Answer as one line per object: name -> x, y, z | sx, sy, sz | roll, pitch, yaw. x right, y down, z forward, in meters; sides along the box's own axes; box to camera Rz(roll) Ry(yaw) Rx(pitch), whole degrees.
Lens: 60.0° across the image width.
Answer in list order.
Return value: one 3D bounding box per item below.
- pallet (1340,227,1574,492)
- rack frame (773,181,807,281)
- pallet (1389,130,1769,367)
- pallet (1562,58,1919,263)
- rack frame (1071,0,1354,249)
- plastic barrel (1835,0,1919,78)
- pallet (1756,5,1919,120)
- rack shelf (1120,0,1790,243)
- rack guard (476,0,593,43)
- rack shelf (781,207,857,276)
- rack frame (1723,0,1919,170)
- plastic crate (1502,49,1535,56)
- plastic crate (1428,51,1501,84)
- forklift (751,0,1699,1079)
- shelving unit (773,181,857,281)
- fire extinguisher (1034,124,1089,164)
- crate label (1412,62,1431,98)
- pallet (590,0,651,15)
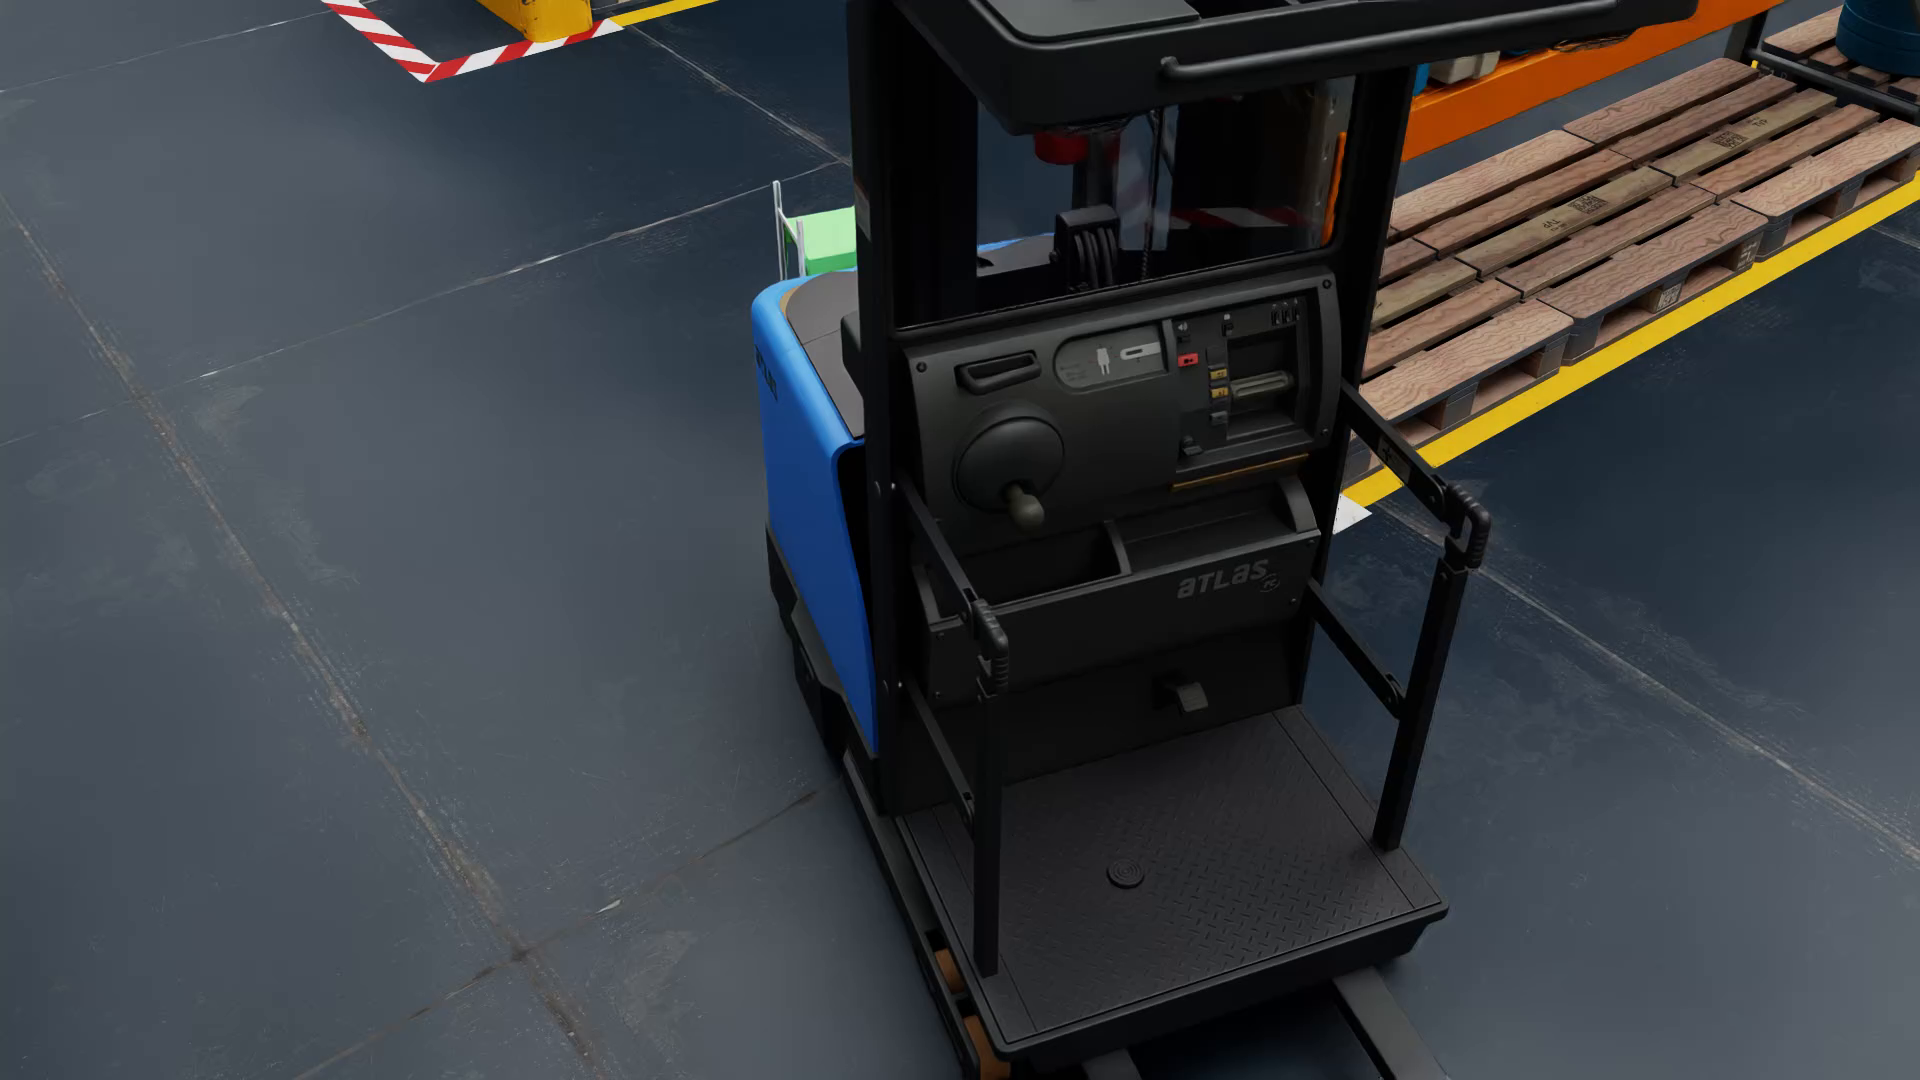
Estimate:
pallet -> 1.393, -0.711, 5.950 | 1.213, 0.211, 1.003 | -26, 46, -28
rack frame -> -0.463, -0.449, 4.851 | 0.015, 1.200, 0.240 | -14, 41, -16
pallet -> 2.360, -1.180, 6.522 | 1.213, 0.211, 1.003 | -26, 46, -28
pallet -> 3.328, -1.654, 7.100 | 1.213, 0.211, 1.003 | -26, 46, -28
rack frame -> 0.715, -1.490, 4.701 | 0.127, 3.000, 1.000 | -26, 46, -28
plastic barrel -> 4.329, -2.589, 7.364 | 0.708, 0.901, 0.600 | -26, 46, -28
pallet -> 4.524, -2.235, 7.808 | 1.213, 0.211, 1.003 | -26, 46, -28
rack shelf -> 2.301, -1.985, 5.872 | 4.000, 0.370, 1.077 | -26, 46, -28
rack guard -> -2.322, -3.005, 8.519 | 0.348, 0.500, 1.175 | -26, 46, -28
rack shelf -> -0.235, -0.826, 4.654 | 0.480, 0.148, 0.258 | -14, 41, -16
rack frame -> 3.887, -3.036, 6.586 | 0.127, 3.000, 1.000 | -26, 46, -28
plastic crate -> 1.634, -1.633, 4.960 | 0.300, 0.233, 0.416 | -26, 46, -28
plastic crate -> 1.417, -1.423, 4.781 | 0.298, 0.136, 0.250 | -26, 46, -28
forklift -> 0.424, -0.206, 3.190 | 1.130, 2.935, 3.031 | -13, 41, -16
shelving unit -> -0.235, -0.504, 4.918 | 0.503, 1.200, 0.258 | -14, 41, -16
fire extinguisher -> 0.319, -1.486, 5.052 | 0.183, 0.674, 0.296 | -26, 46, -28
crate label -> 1.112, -1.378, 4.650 | 0.303, 0.233, 0.416 | -26, 46, -28
pallet -> -1.716, -3.251, 9.047 | 1.213, 0.211, 1.003 | -26, 46, -28
